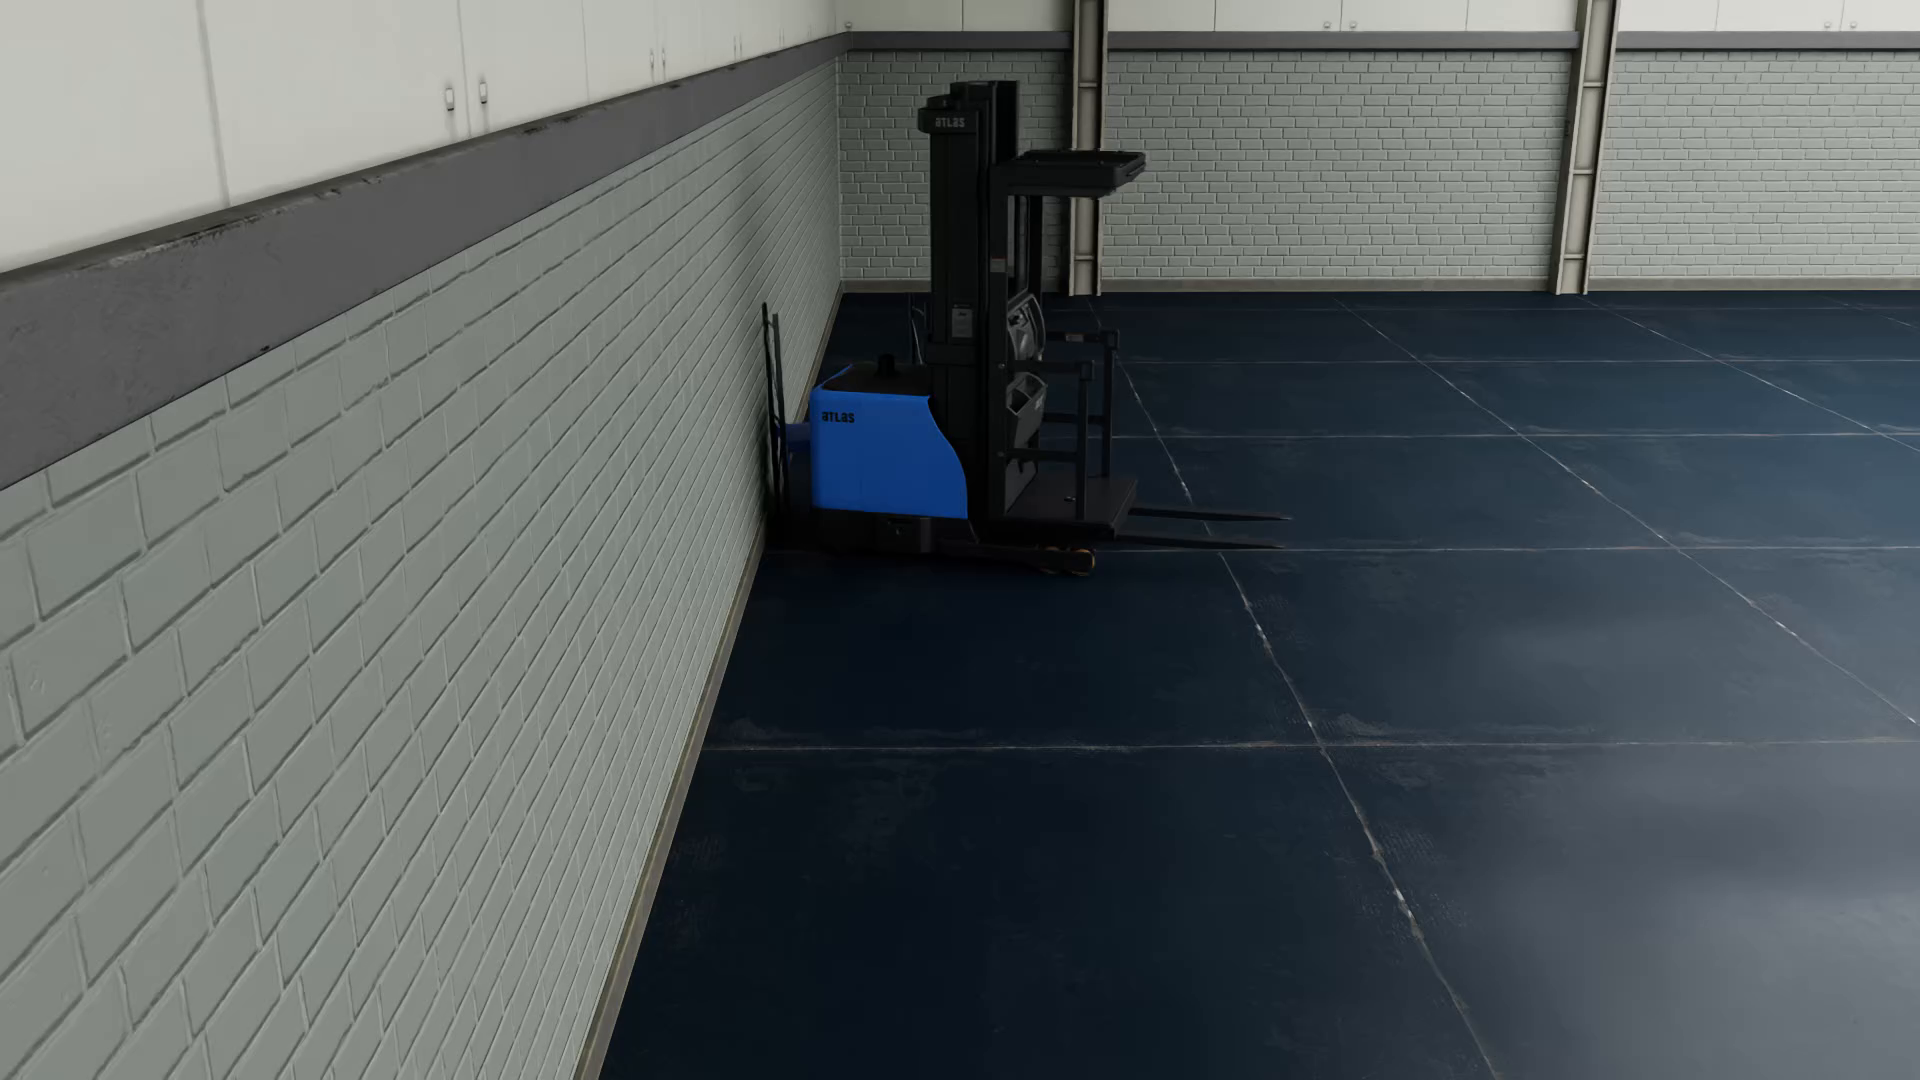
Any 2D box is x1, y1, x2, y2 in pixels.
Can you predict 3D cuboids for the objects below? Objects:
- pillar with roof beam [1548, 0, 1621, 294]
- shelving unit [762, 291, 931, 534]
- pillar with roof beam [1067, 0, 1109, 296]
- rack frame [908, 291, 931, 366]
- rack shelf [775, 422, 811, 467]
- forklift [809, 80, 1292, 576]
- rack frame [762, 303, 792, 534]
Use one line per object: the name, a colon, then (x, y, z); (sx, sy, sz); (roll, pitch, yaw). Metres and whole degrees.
pillar with roof beam: (7.594, -6.040, 15.146); (0.400, 9.000, 9.100); (0, 18, -1)
shelving unit: (-0.742, -0.869, 11.316); (1.048, 1.500, 0.538); (-7, 18, -14)
pillar with roof beam: (1.595, -6.012, 15.055); (0.400, 9.000, 9.100); (0, 18, -1)
rack frame: (-0.252, -0.925, 11.441); (0.032, 1.500, 0.500); (-7, 18, -14)
rack shelf: (-0.736, -0.698, 11.370); (1.000, 0.185, 0.538); (-7, 18, -14)
forklift: (0.604, -1.350, 10.458); (3.031, 2.935, 1.130); (4, 18, 13)
rack frame: (-1.232, -0.813, 11.192); (0.032, 1.500, 0.500); (-7, 18, -14)
